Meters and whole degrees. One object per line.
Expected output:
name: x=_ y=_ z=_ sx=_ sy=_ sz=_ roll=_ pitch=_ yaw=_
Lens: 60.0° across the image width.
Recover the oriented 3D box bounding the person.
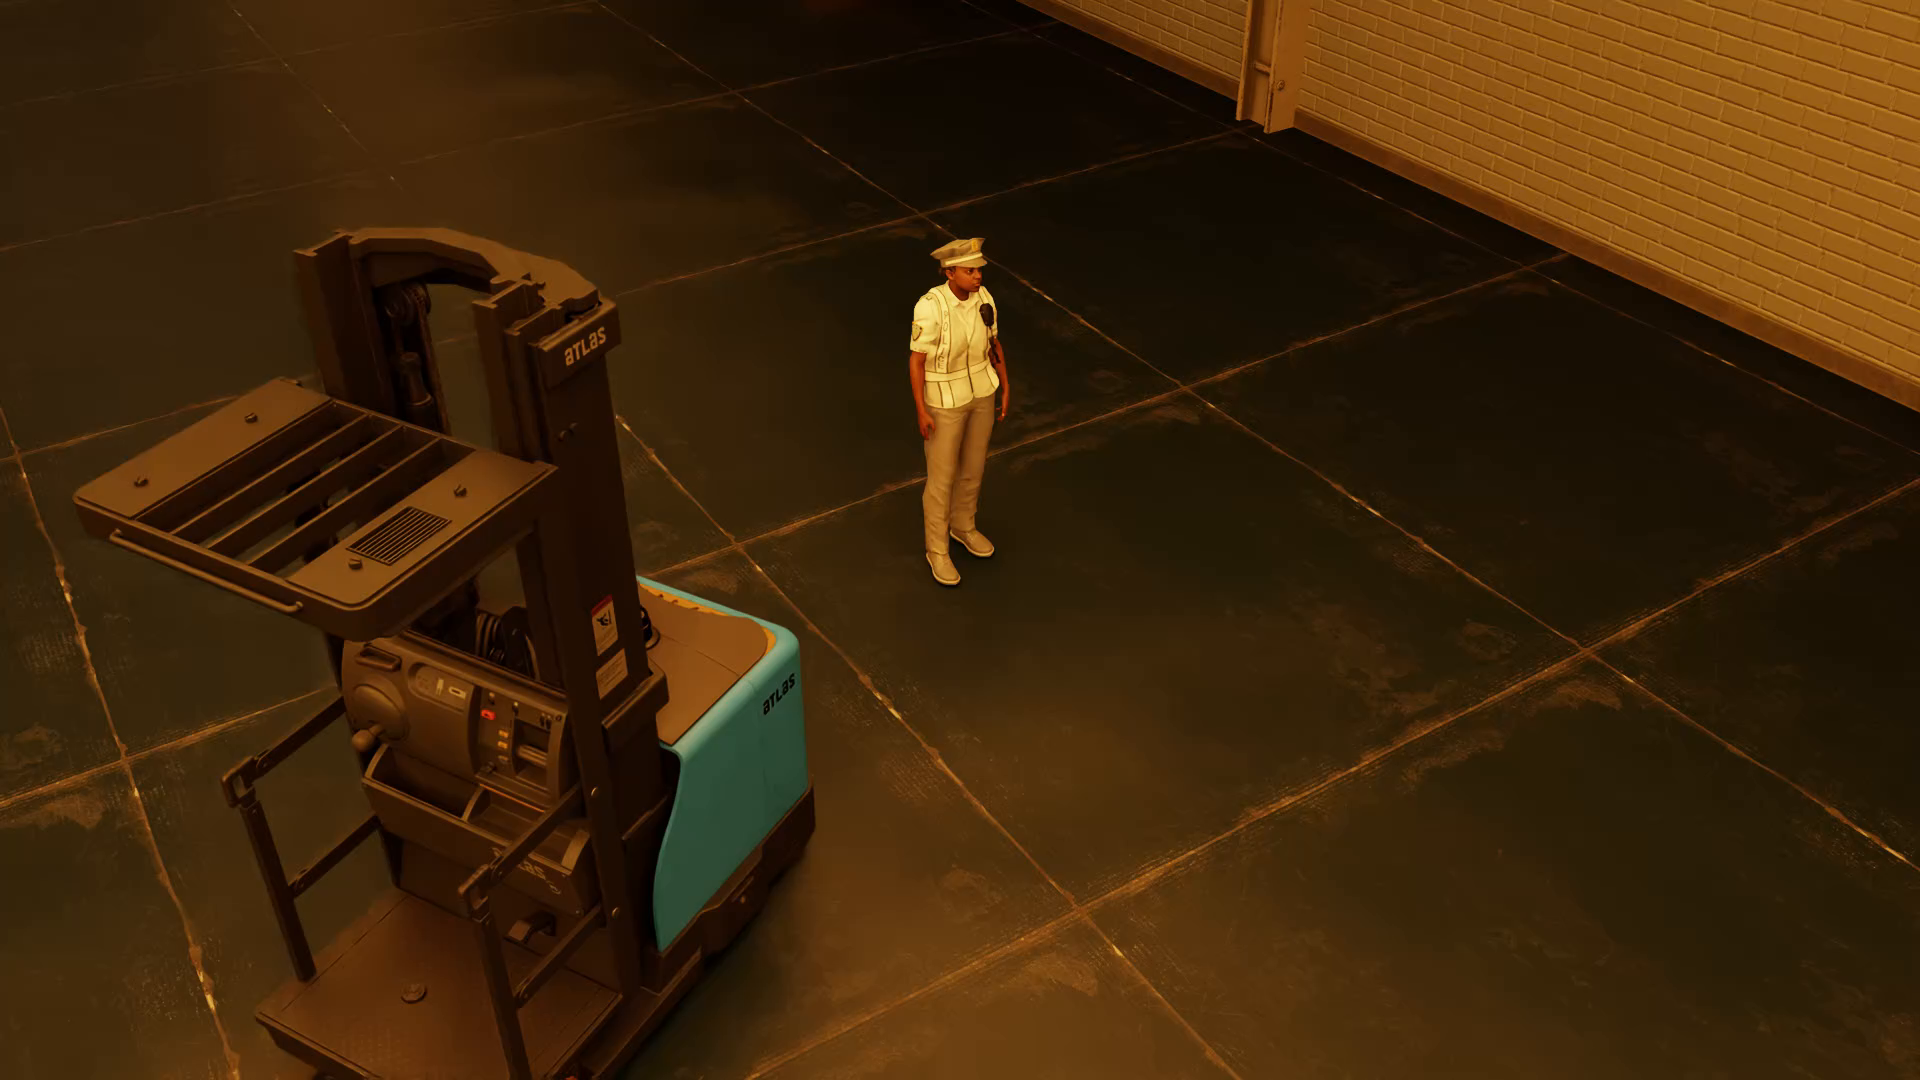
person: x=0.025 y=-0.657 z=8.145 sx=0.570 sy=1.697 sz=0.528 roll=-21 pitch=40 yaw=-27

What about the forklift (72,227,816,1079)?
forklift: x=-1.747 y=0.639 z=5.238 sx=1.130 sy=2.935 sz=3.031 roll=17 pitch=39 yaw=23
